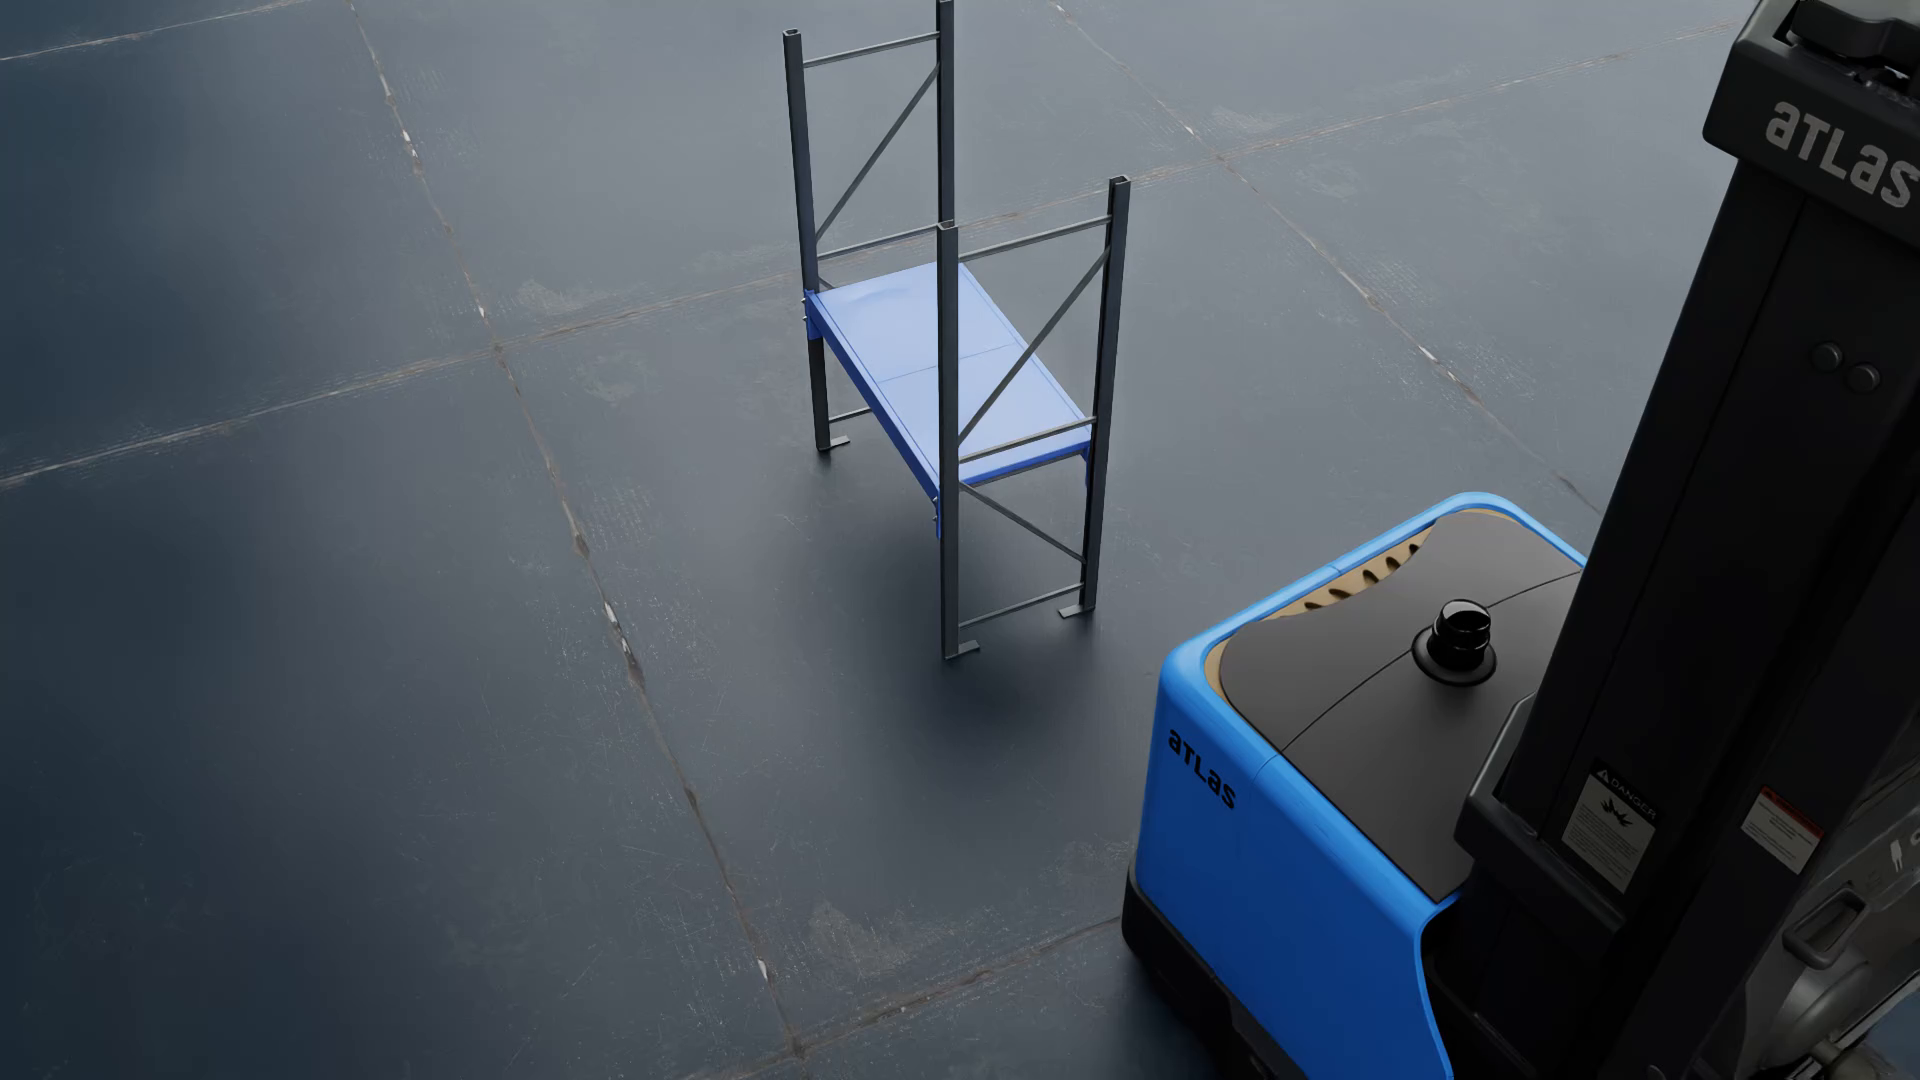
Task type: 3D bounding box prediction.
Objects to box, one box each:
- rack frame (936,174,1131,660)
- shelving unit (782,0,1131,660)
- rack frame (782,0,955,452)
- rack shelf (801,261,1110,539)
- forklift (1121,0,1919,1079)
[{"bbox_3d":[0.178,-0.264,4.450,0.500,1.500,0.032,-18,47,-17],"label":"rack frame"},{"bbox_3d":[-0.036,-0.588,4.778,0.538,1.500,1.048,-18,47,-17],"label":"shelving unit"},{"bbox_3d":[-0.250,-0.912,5.107,0.500,1.500,0.032,-18,47,-17],"label":"rack frame"},{"bbox_3d":[-0.036,-0.460,4.905,0.538,0.185,1.000,-18,47,-17],"label":"rack shelf"},{"bbox_3d":[1.649,0.630,2.525,1.130,2.935,3.031,-26,50,-24],"label":"forklift"}]
